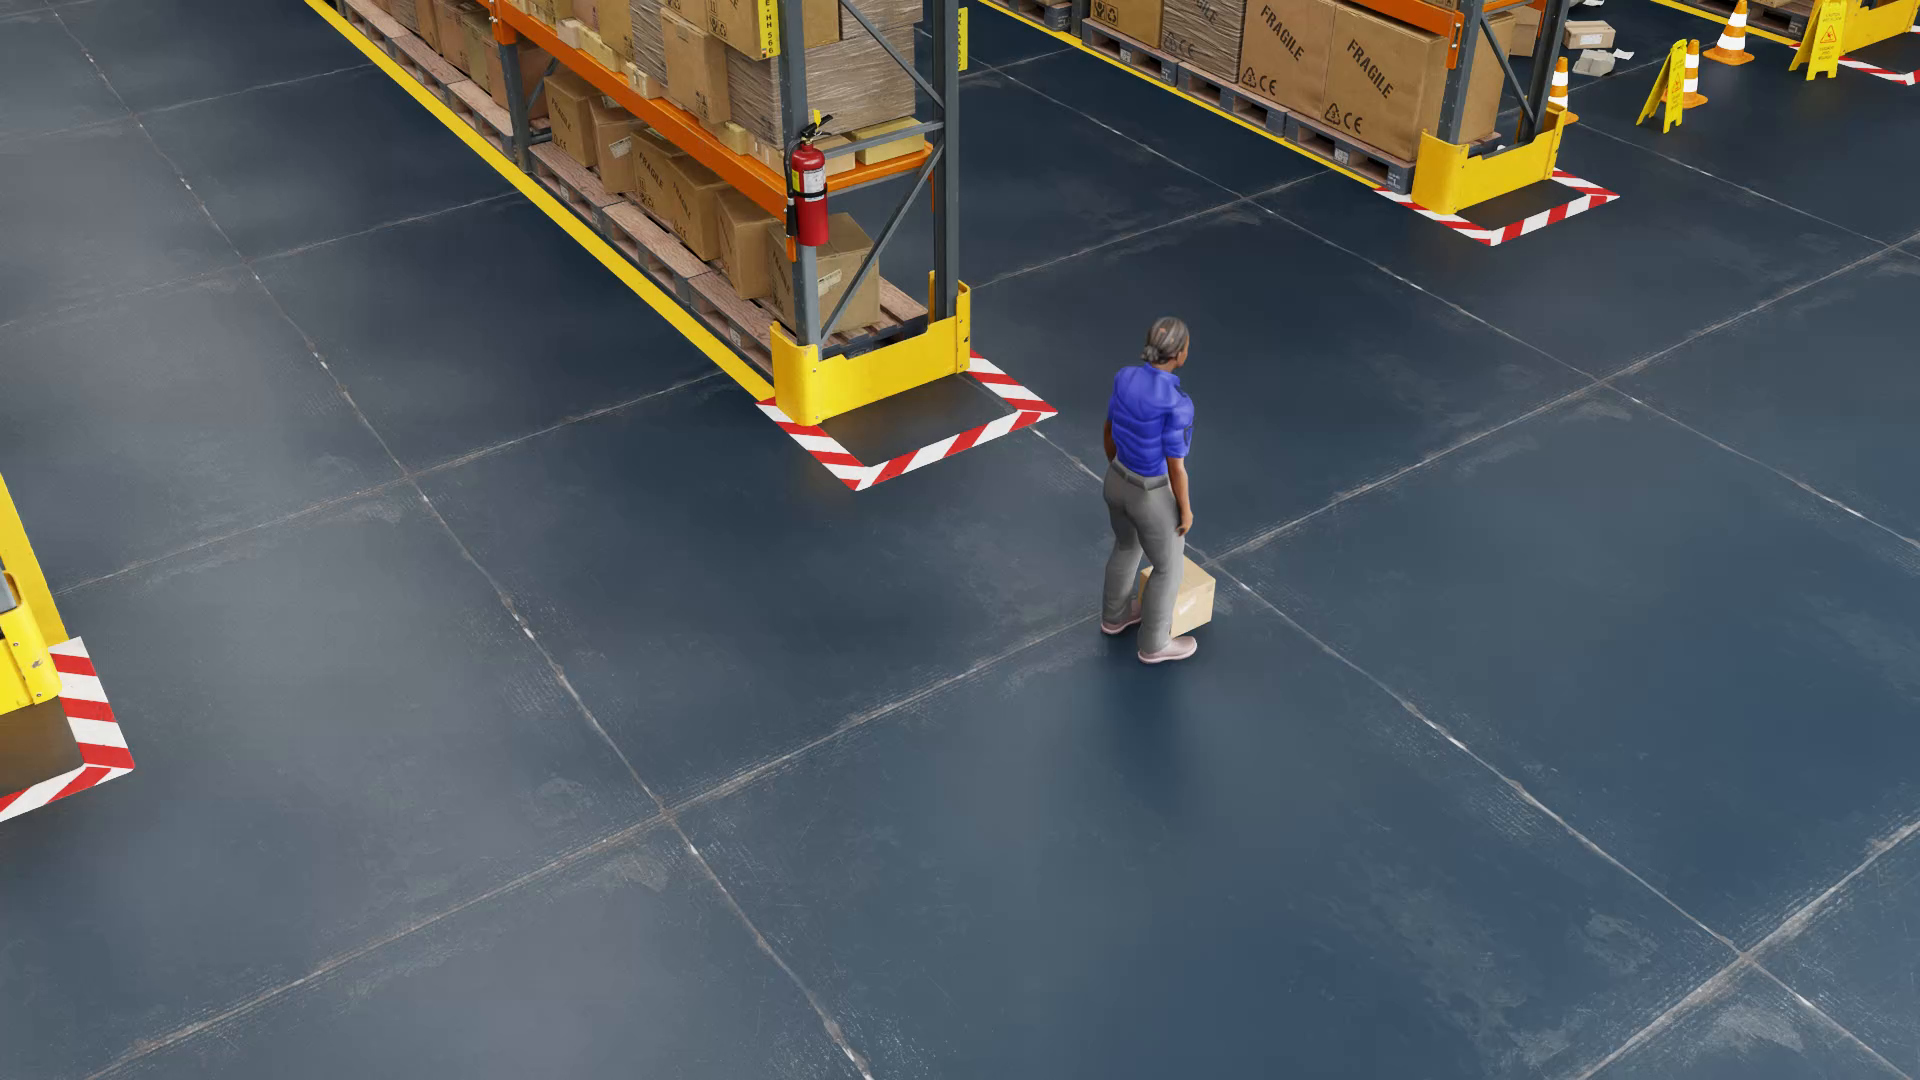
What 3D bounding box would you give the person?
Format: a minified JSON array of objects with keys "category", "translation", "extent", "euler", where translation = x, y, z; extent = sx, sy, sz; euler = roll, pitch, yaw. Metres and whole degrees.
[{"category":"person","translation":[0.834,-0.212,7.292],"extent":[0.352,1.653,0.512],"euler":[-25,43,-29]}]
